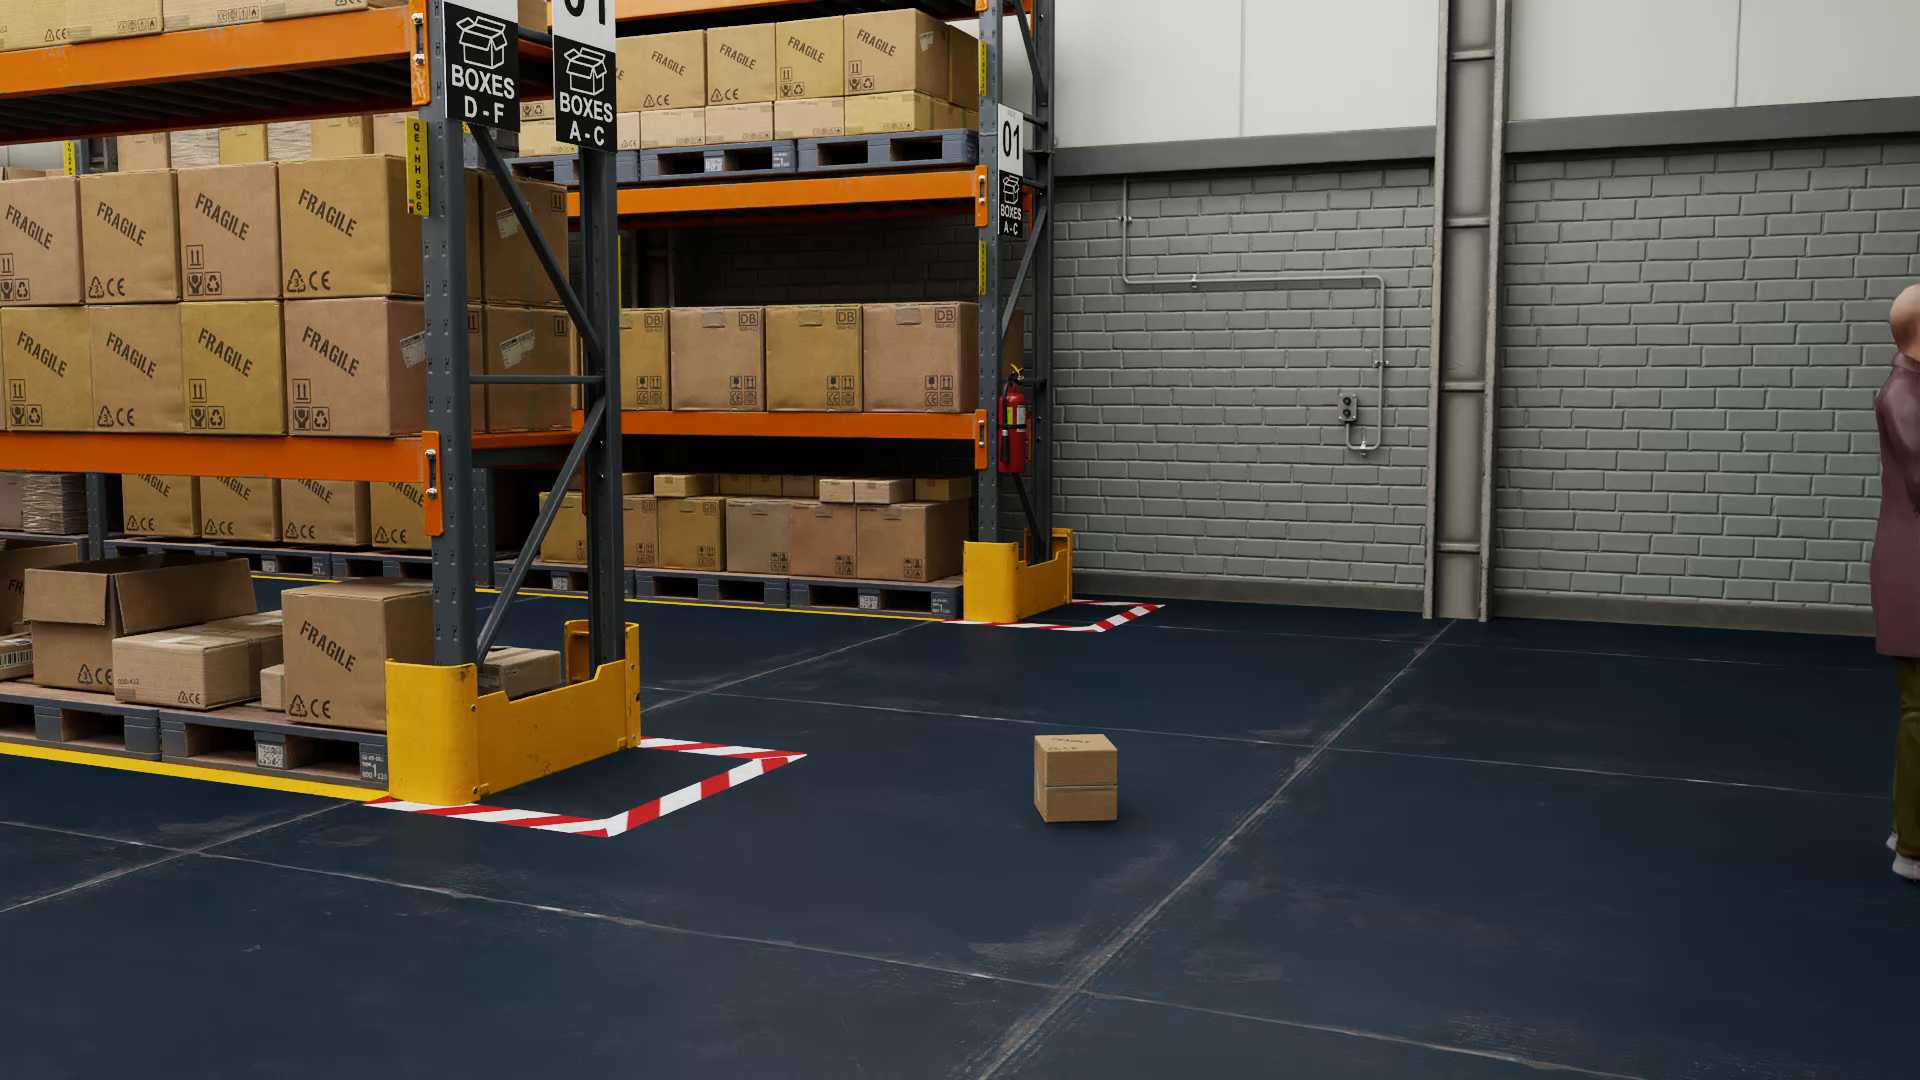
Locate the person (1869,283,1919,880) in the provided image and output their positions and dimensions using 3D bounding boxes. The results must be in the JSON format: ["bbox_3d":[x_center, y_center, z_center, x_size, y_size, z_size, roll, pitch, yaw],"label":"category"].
[{"bbox_3d":[2.982,0.140,4.966,0.486,1.812,0.590,3,6,31],"label":"person"}]
